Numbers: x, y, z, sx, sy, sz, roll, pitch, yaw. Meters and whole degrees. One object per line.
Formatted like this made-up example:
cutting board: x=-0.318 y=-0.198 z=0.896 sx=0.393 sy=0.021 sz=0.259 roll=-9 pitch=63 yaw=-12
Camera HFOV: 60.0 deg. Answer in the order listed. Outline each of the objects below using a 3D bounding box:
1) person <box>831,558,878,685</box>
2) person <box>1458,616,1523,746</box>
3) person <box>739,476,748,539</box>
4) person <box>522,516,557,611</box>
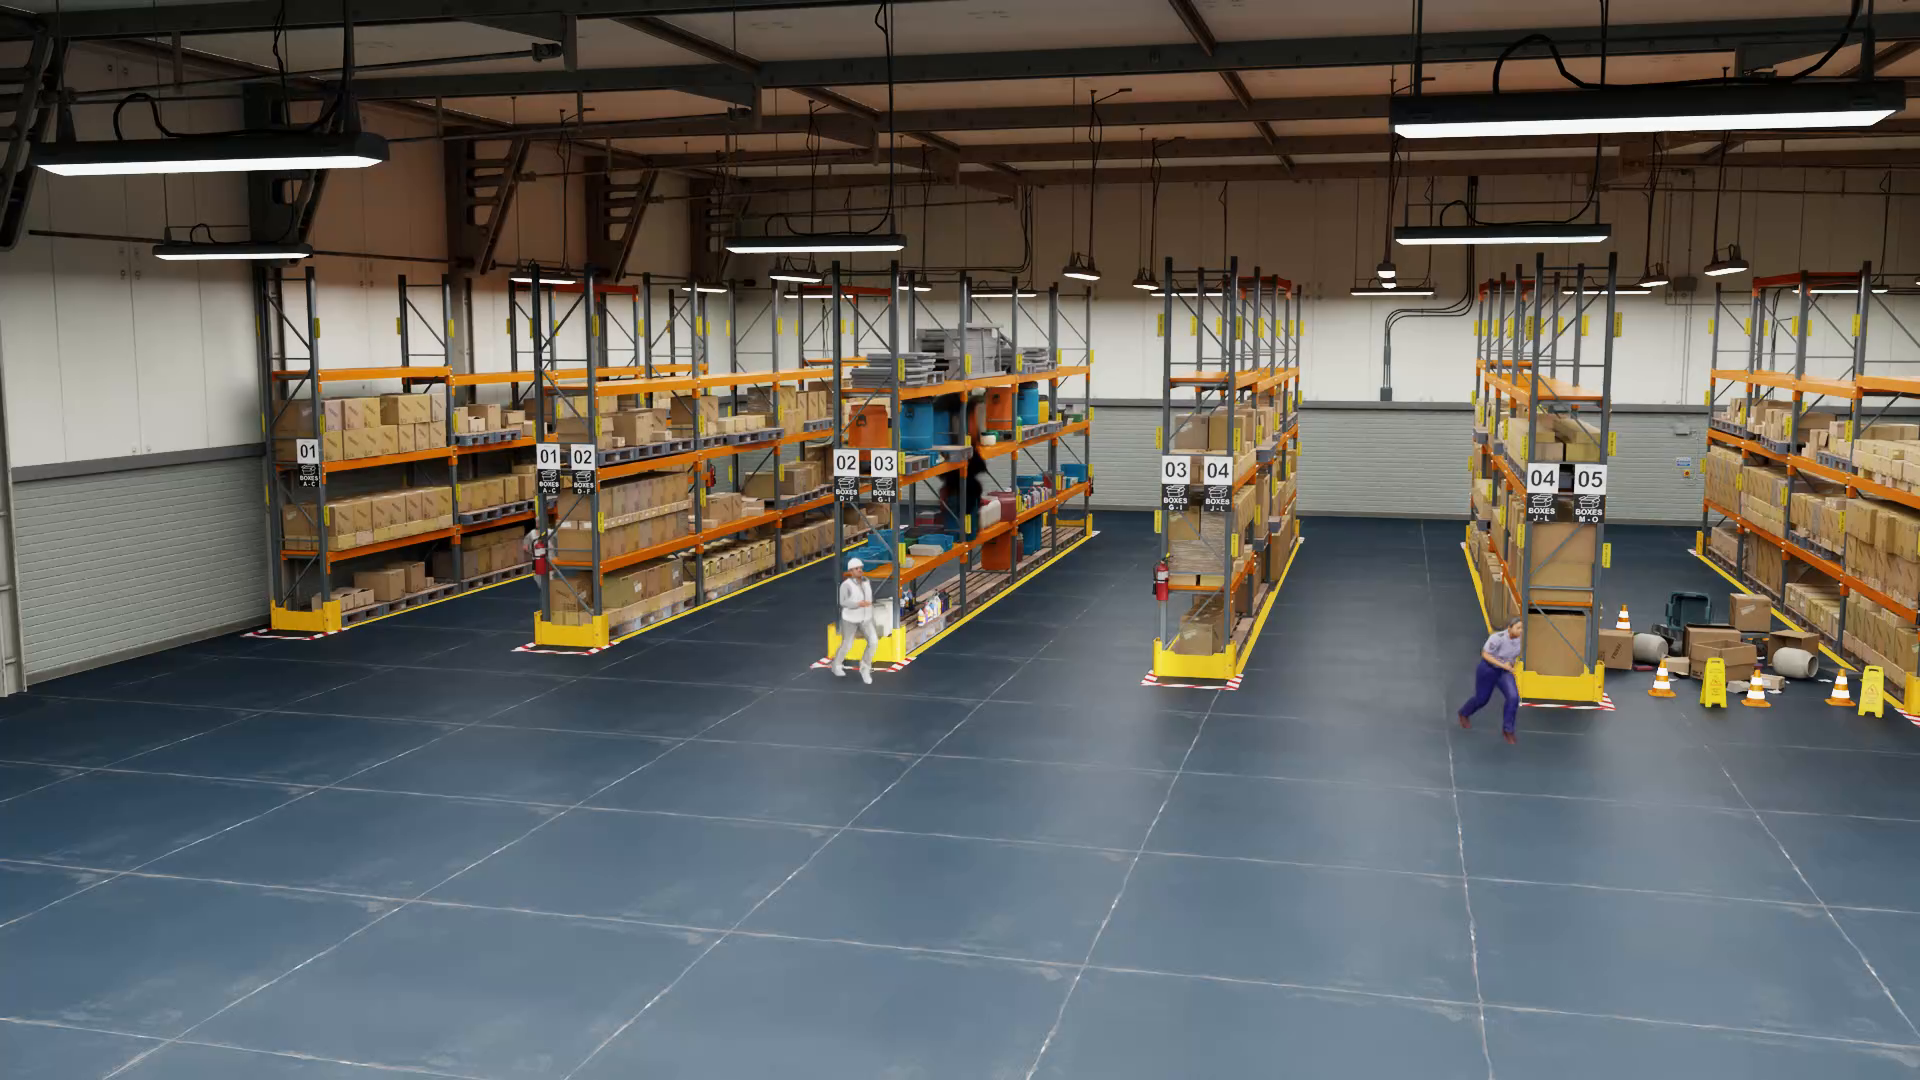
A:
person: x=-1.464 y=1.144 z=23.595 sx=0.659 sy=1.807 sz=0.879 roll=-5 pitch=9 yaw=-36
person: x=6.526 y=1.675 z=20.428 sx=0.648 sy=1.613 sz=0.962 roll=-4 pitch=8 yaw=-28
person: x=-4.782 y=-0.634 z=37.949 sx=0.704 sy=1.714 sz=0.799 roll=2 pitch=8 yaw=16
person: x=-7.217 y=0.442 z=28.829 sx=0.652 sy=1.825 sz=0.905 roll=1 pitch=7 yaw=7
